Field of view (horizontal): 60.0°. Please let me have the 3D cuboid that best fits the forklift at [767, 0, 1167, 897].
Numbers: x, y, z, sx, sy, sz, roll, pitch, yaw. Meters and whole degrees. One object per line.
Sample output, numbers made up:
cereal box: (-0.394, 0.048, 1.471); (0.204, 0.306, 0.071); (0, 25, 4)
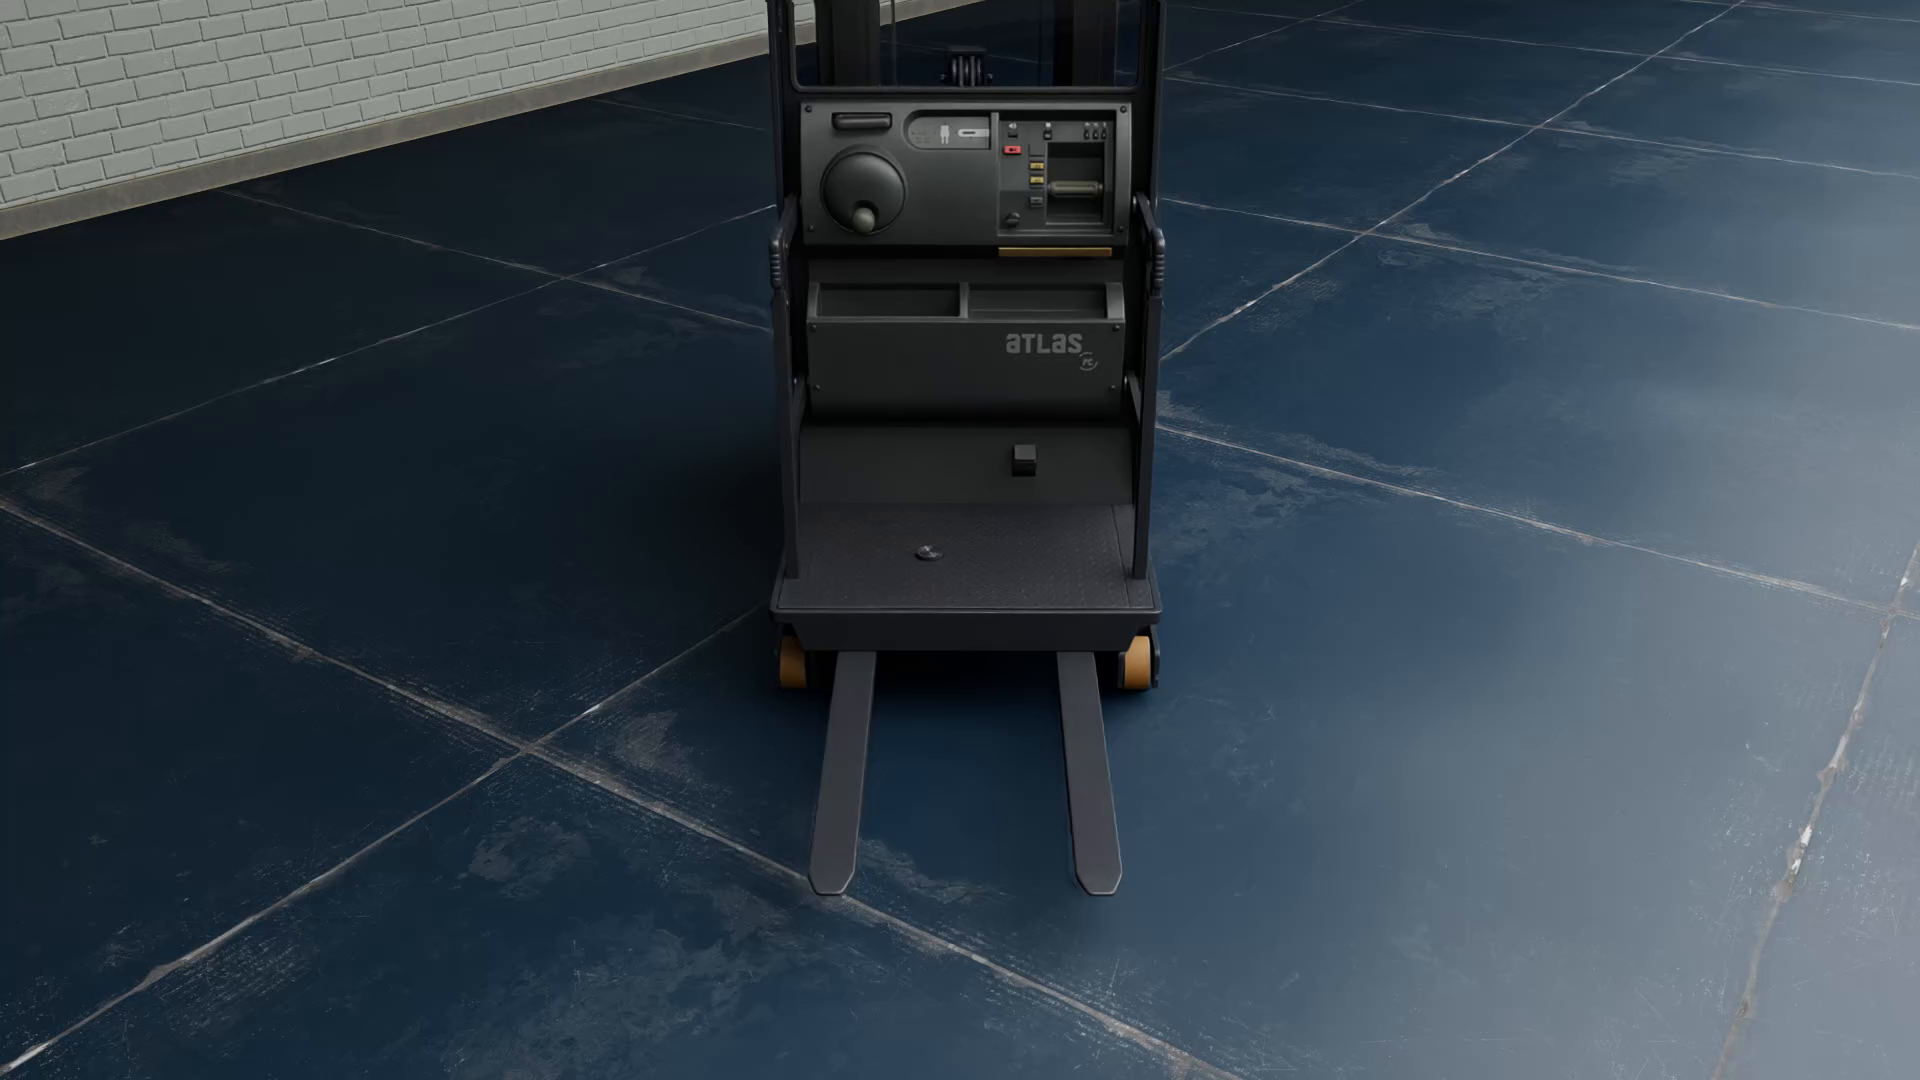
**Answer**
forklift: (0.018, -1.005, 4.493); (1.130, 2.935, 3.031); (0, 27, 0)
